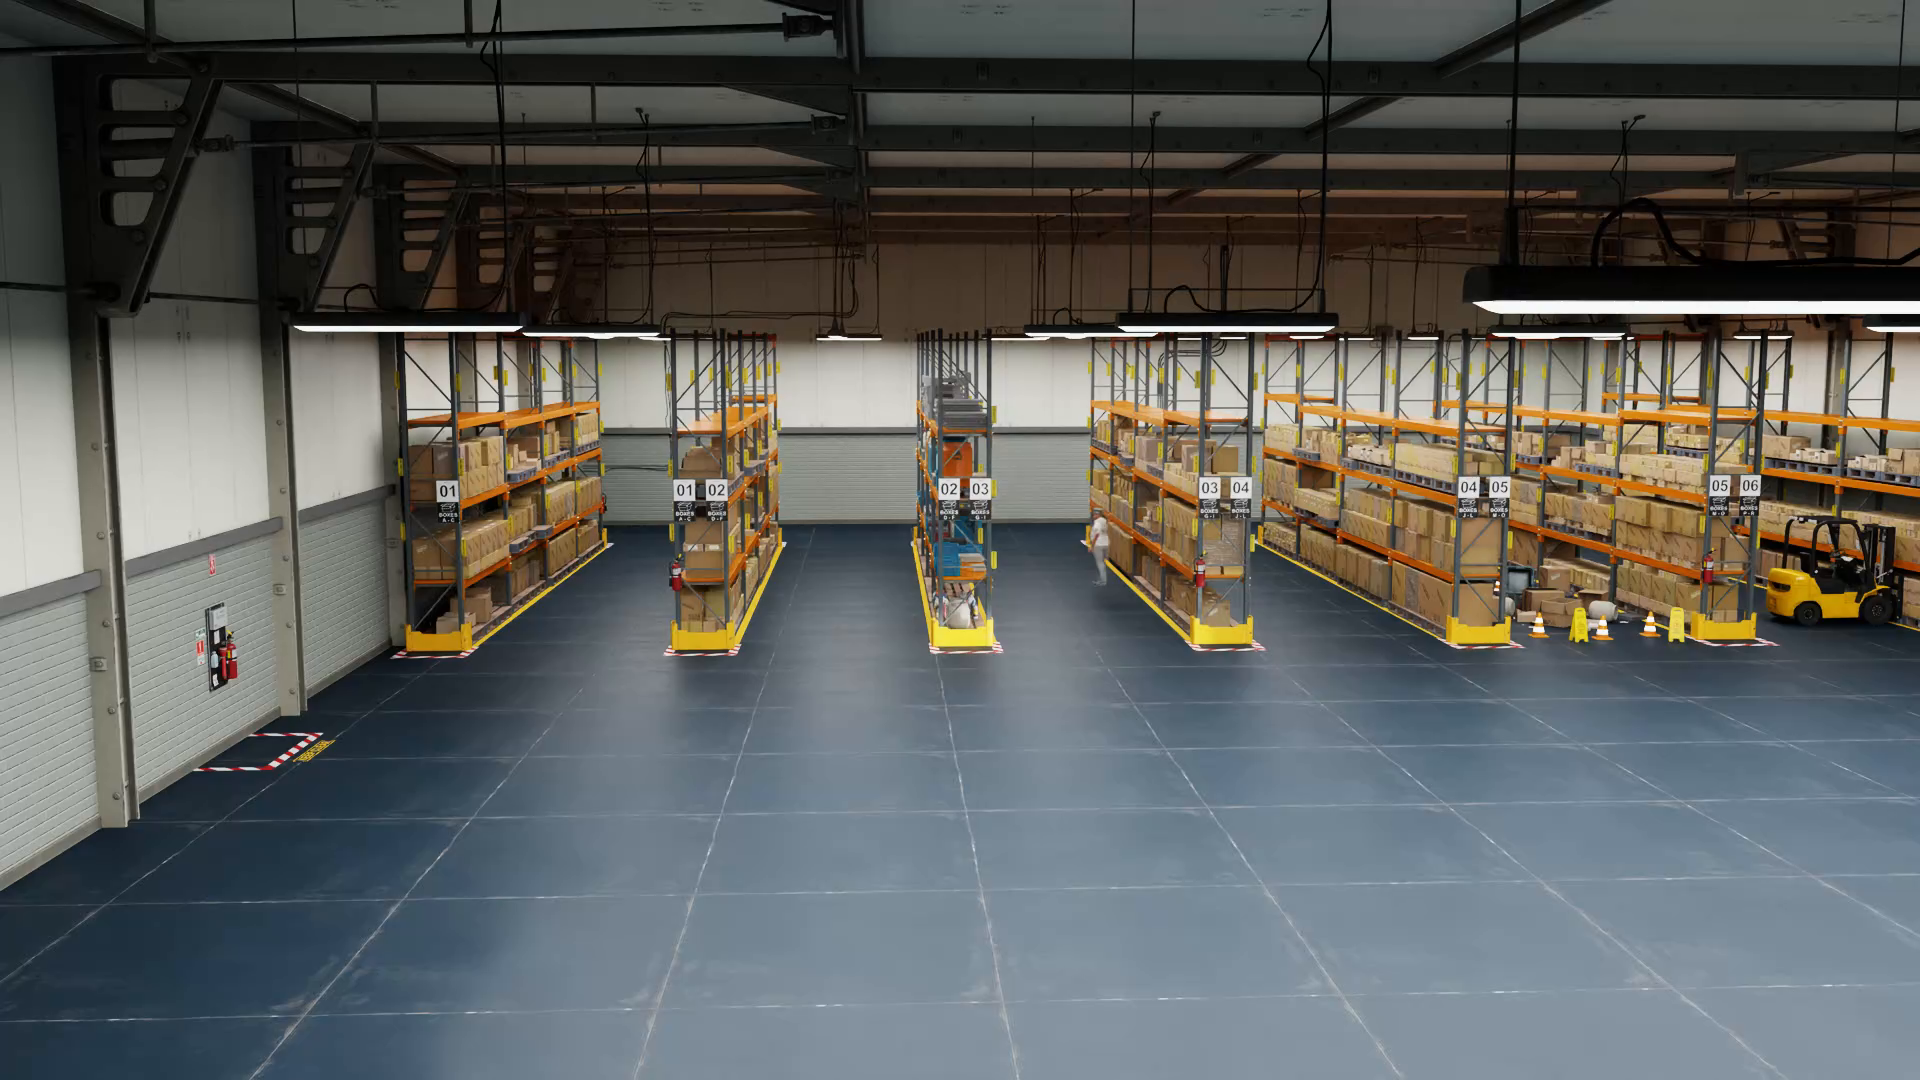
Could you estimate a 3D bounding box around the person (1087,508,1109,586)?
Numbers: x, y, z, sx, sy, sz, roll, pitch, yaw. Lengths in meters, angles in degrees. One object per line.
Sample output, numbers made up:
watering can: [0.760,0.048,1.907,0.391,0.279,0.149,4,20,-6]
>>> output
person: [3.120,0.180,37.513,0.620,1.832,0.580,7,9,44]
